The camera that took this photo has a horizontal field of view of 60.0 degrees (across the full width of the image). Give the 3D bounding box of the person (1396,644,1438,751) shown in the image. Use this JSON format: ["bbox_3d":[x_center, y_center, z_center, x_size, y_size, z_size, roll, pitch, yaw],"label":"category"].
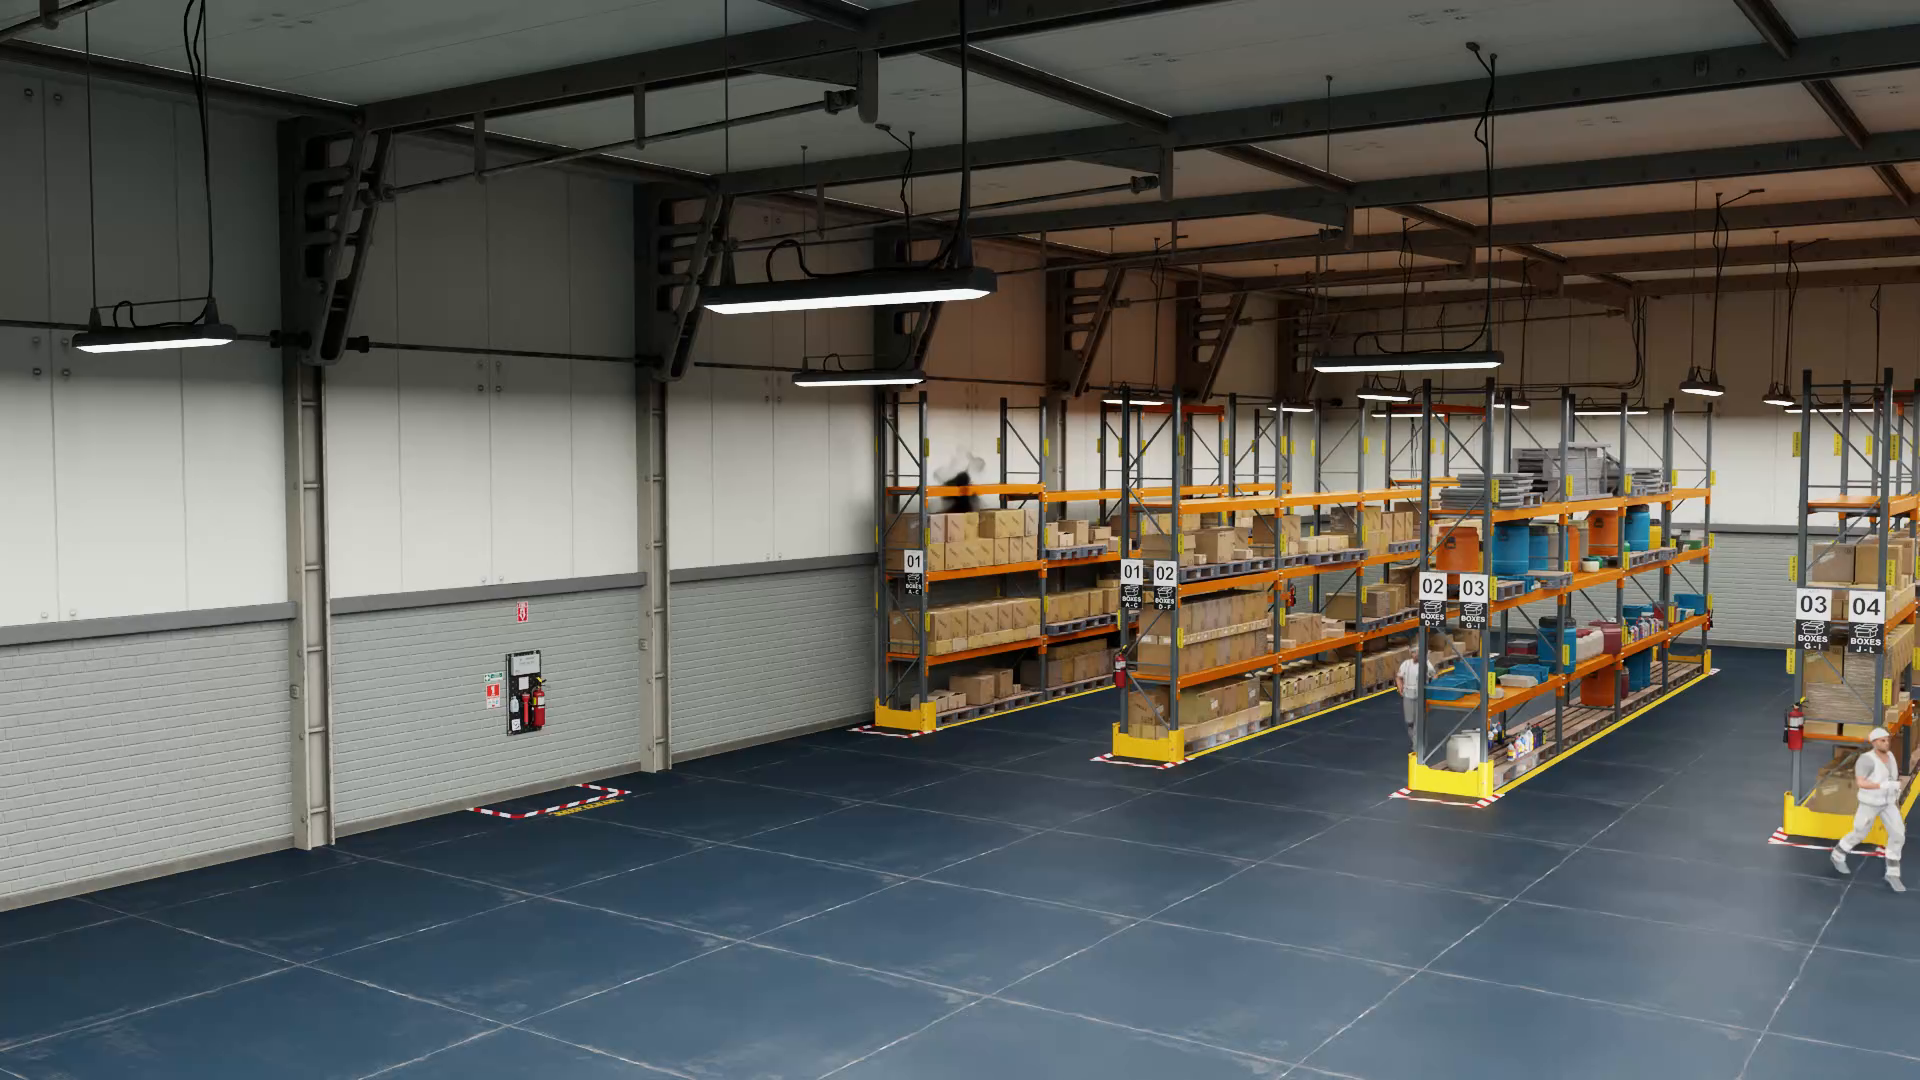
[{"bbox_3d":[7.625,2.600,27.783,0.662,1.764,0.716,1,3,18],"label":"person"}]

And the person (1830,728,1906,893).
[{"bbox_3d":[10.473,3.049,19.062,0.674,1.832,0.927,-1,3,-13],"label":"person"}]
